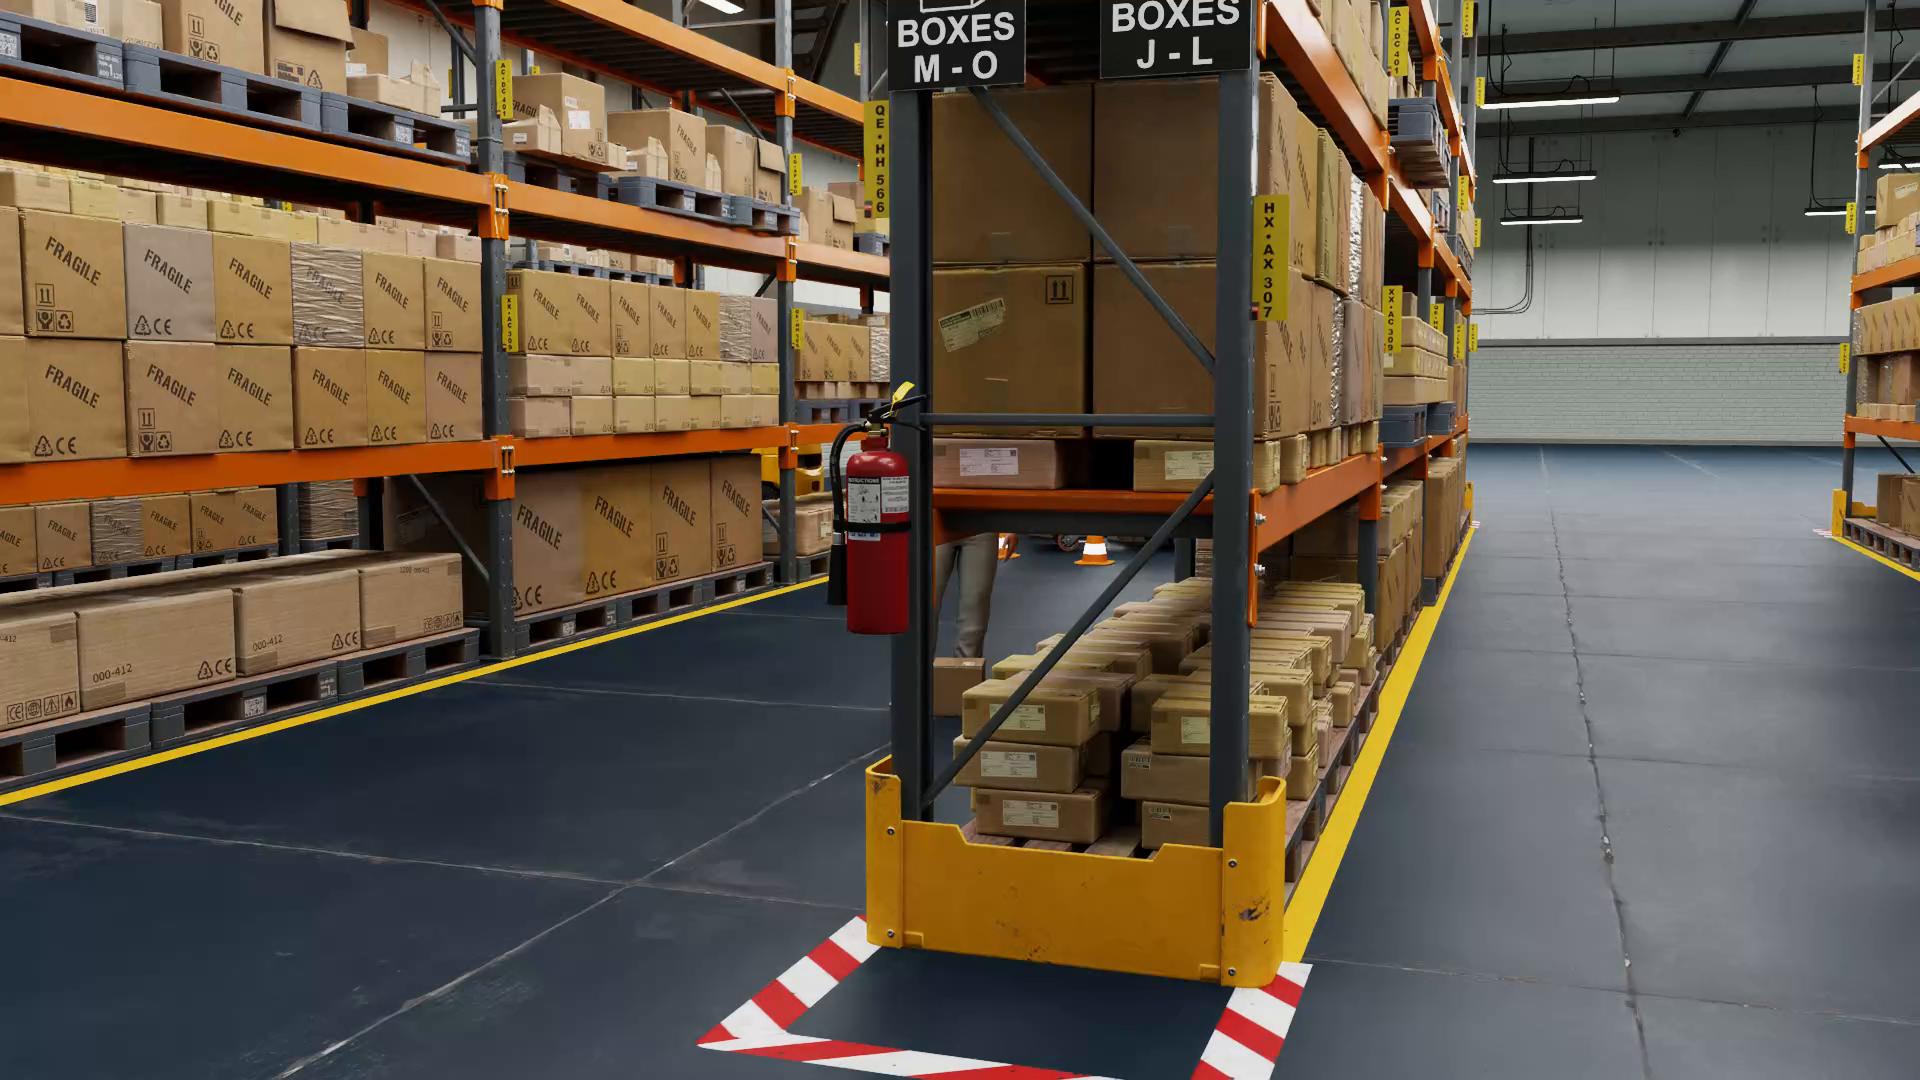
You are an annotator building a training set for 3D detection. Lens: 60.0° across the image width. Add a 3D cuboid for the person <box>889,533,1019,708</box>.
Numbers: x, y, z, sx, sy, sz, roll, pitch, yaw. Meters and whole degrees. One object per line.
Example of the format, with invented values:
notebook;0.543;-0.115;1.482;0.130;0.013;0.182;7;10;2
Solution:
person;-0.017;-0.064;8.385;0.642;1.782;0.573;0;5;5
